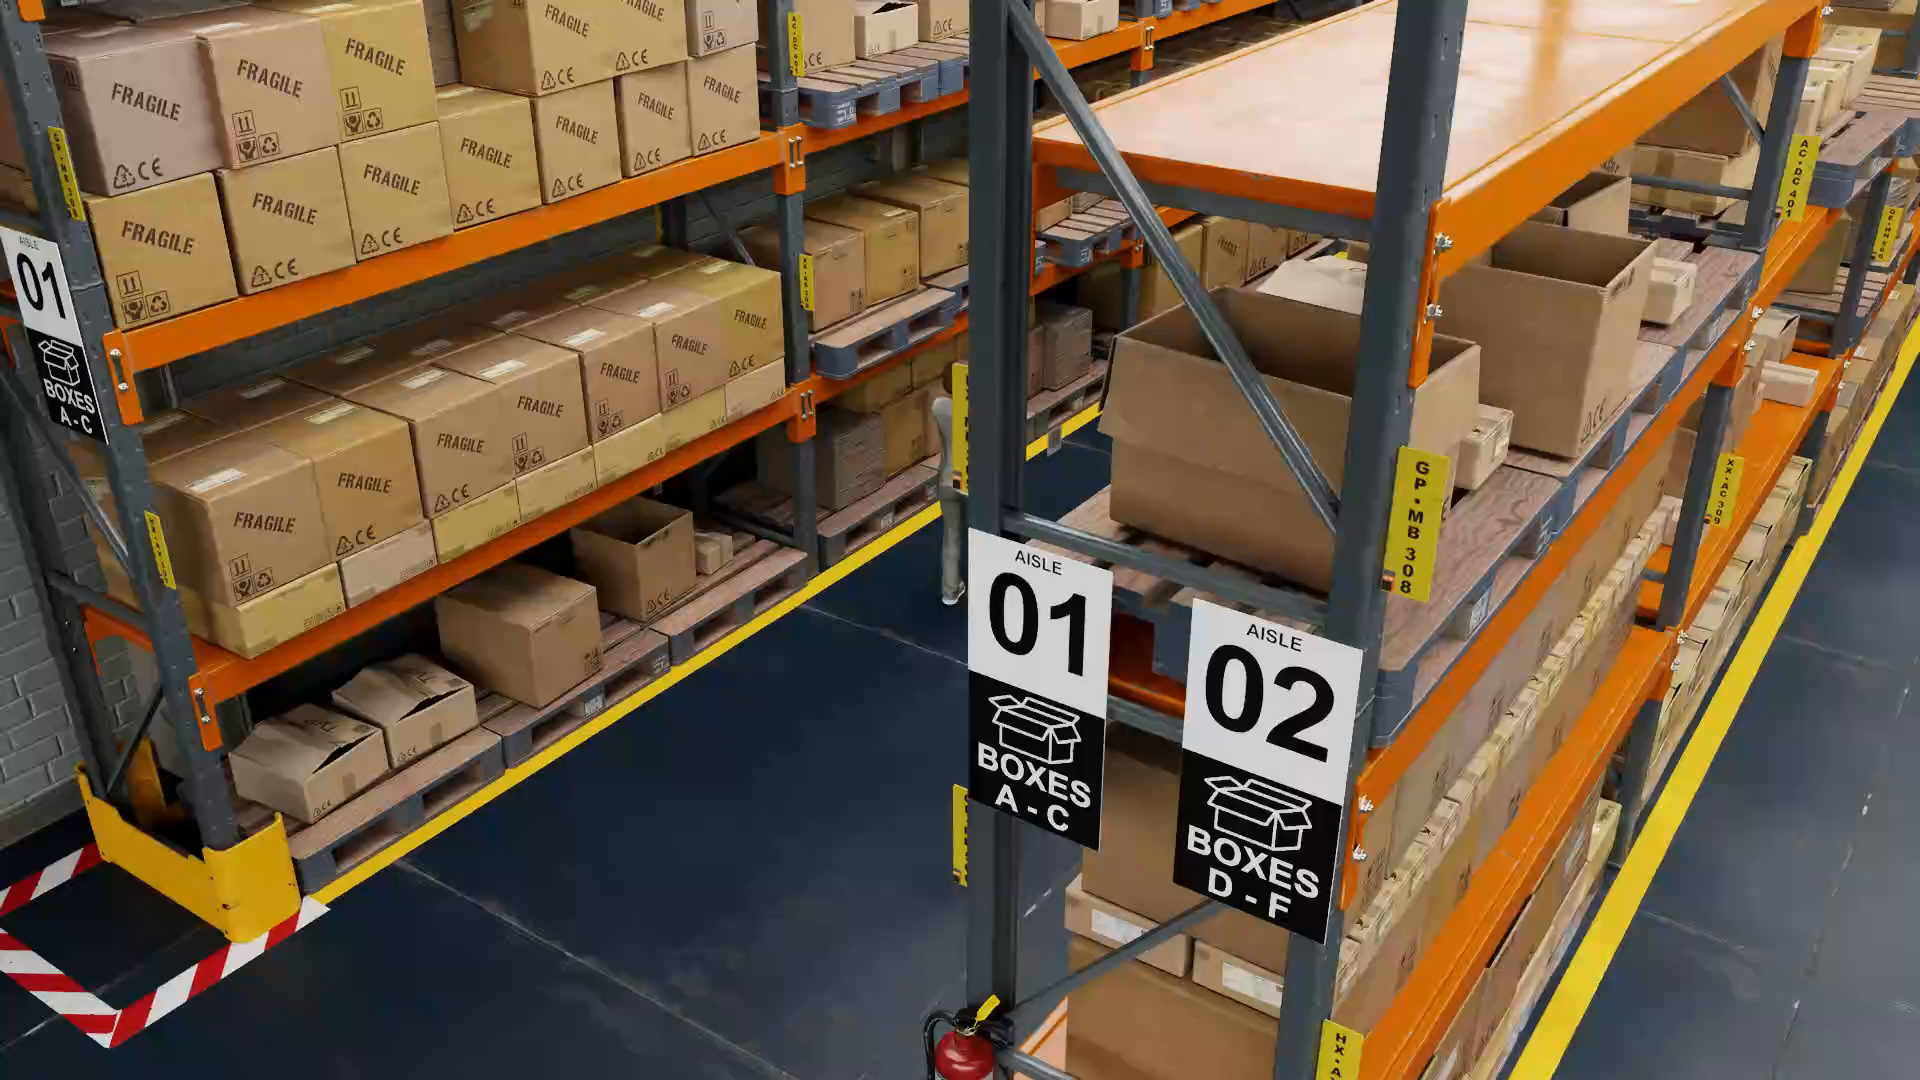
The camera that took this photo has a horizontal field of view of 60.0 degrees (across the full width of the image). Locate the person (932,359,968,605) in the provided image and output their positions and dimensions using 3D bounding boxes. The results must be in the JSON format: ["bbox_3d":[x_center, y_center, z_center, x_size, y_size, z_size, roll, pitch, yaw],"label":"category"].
[{"bbox_3d":[0.068,-0.362,9.833,0.408,1.589,0.491,10,29,19],"label":"person"}]
